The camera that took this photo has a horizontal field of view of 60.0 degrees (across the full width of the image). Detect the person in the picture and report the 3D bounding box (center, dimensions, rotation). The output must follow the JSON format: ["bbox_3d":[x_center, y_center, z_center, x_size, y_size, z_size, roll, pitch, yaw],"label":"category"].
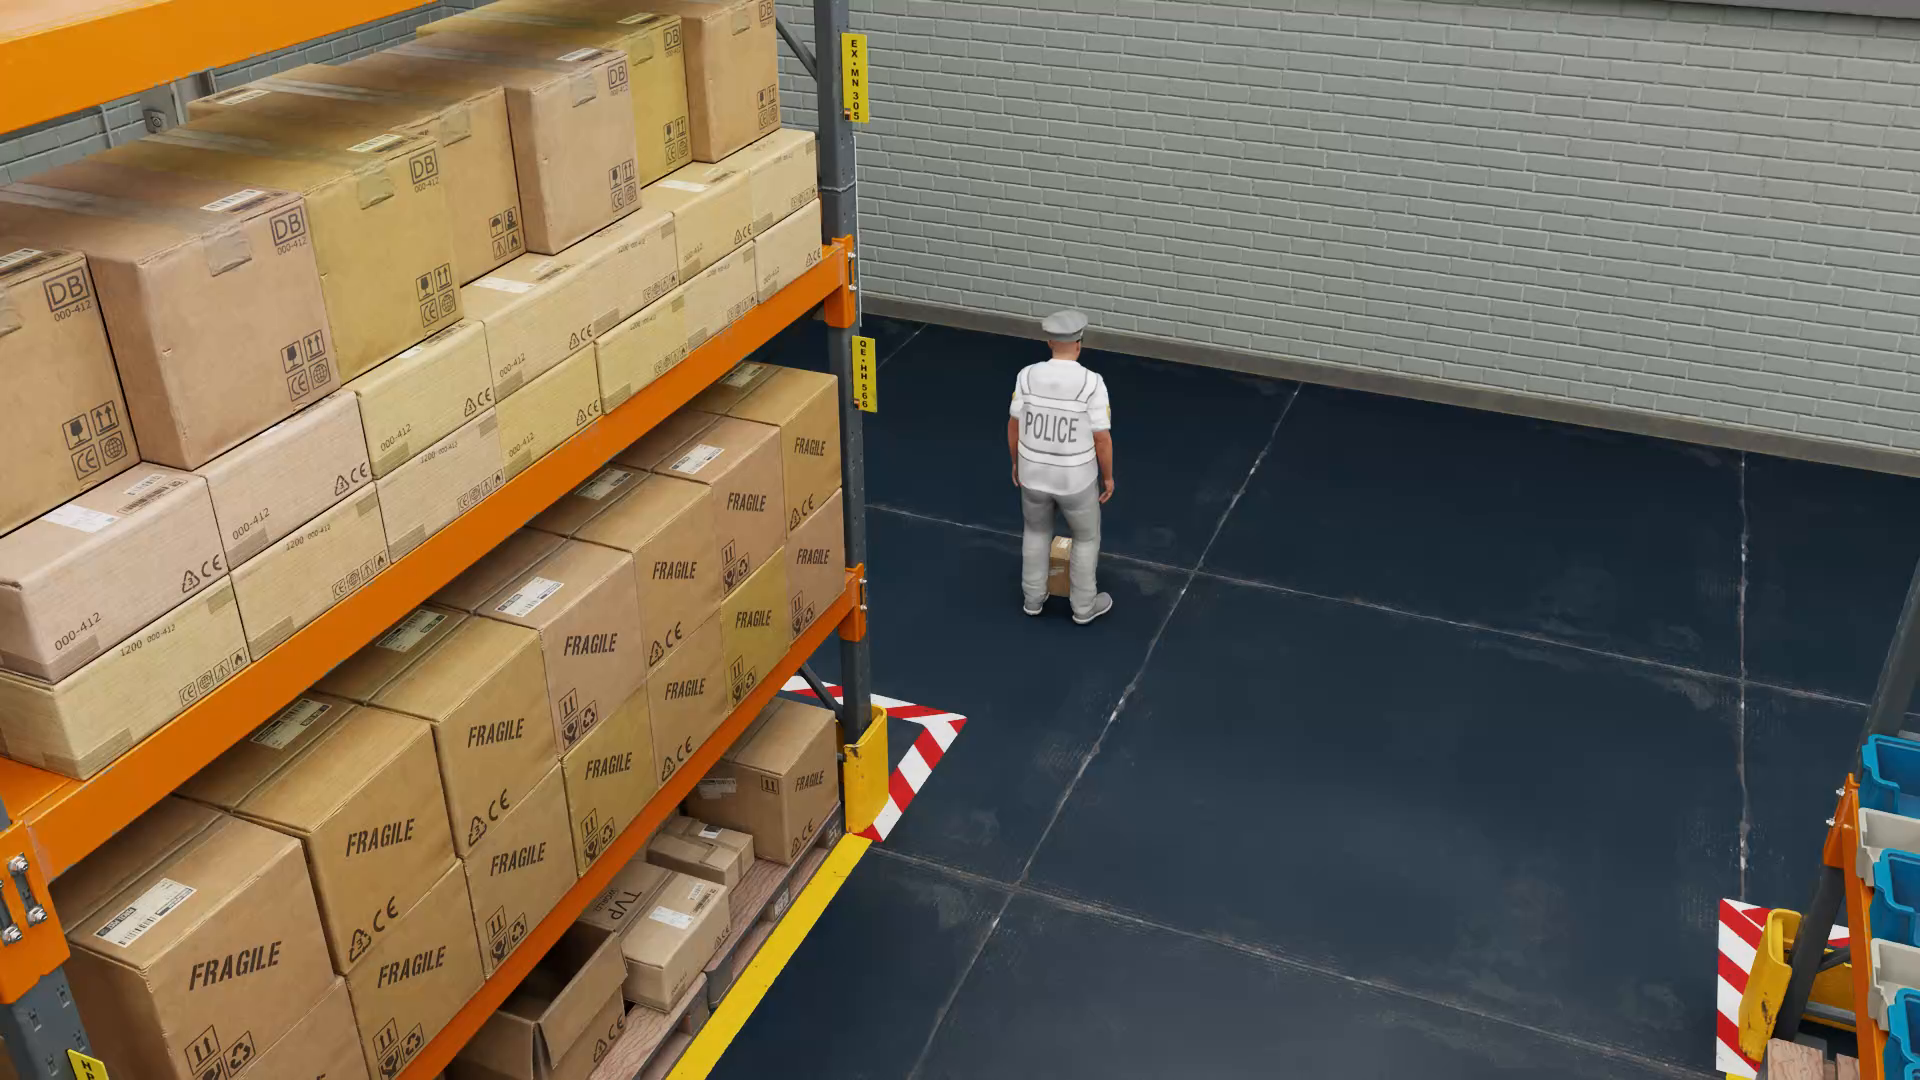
[{"bbox_3d":[0.542,-0.362,9.033,0.587,1.748,0.433,11,31,19],"label":"person"}]
